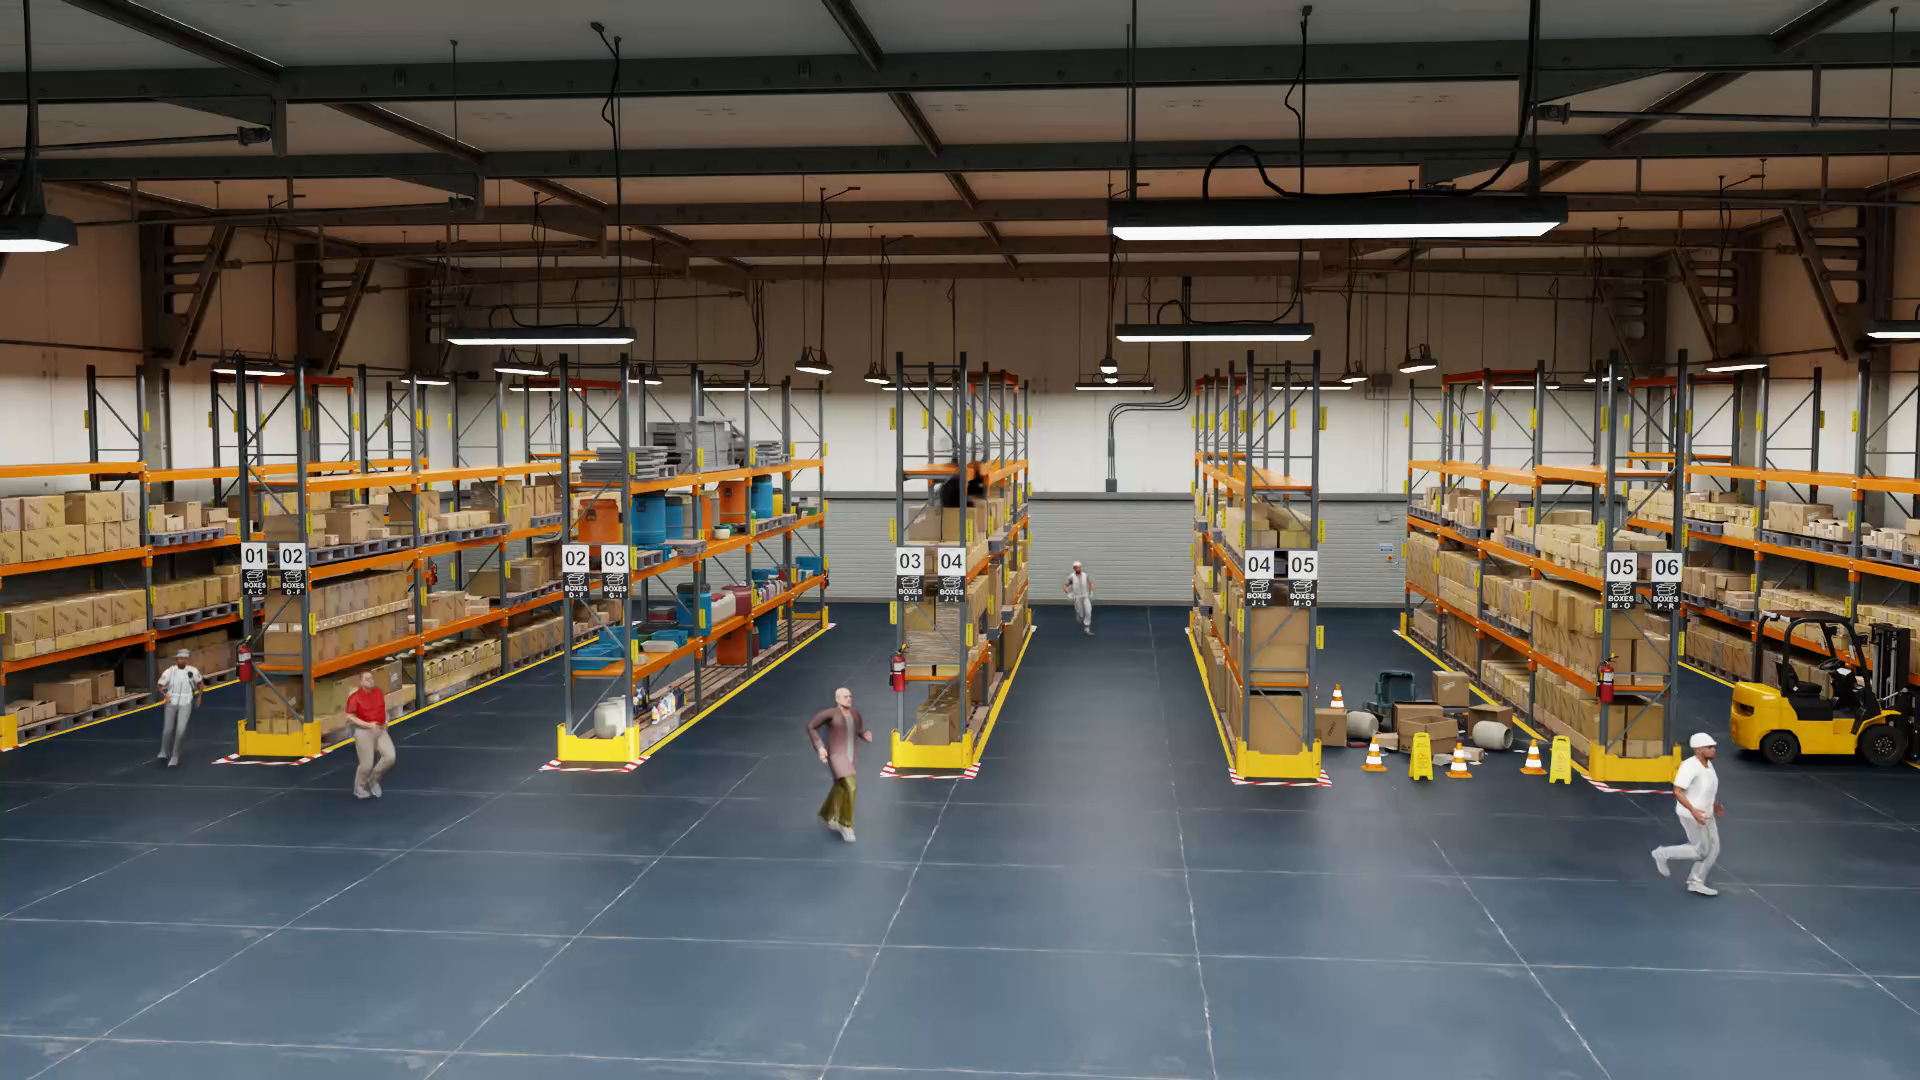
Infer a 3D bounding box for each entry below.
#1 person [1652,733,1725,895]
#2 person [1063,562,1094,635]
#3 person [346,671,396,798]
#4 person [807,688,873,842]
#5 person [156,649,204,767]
[{"bbox_3d":[7.768,2.891,17.721,0.689,1.716,0.653,-4,6,-42],"label":"person"},{"bbox_3d":[2.796,1.363,39.185,0.733,1.734,0.686,-1,4,-13],"label":"person"},{"bbox_3d":[-7.811,2.588,22.086,0.629,1.703,0.665,3,5,35],"label":"person"},{"bbox_3d":[-1.425,2.692,20.110,0.859,1.838,0.685,3,5,37],"label":"person"},{"bbox_3d":[-11.483,2.444,24.464,0.661,1.714,0.686,-2,4,-22],"label":"person"}]
